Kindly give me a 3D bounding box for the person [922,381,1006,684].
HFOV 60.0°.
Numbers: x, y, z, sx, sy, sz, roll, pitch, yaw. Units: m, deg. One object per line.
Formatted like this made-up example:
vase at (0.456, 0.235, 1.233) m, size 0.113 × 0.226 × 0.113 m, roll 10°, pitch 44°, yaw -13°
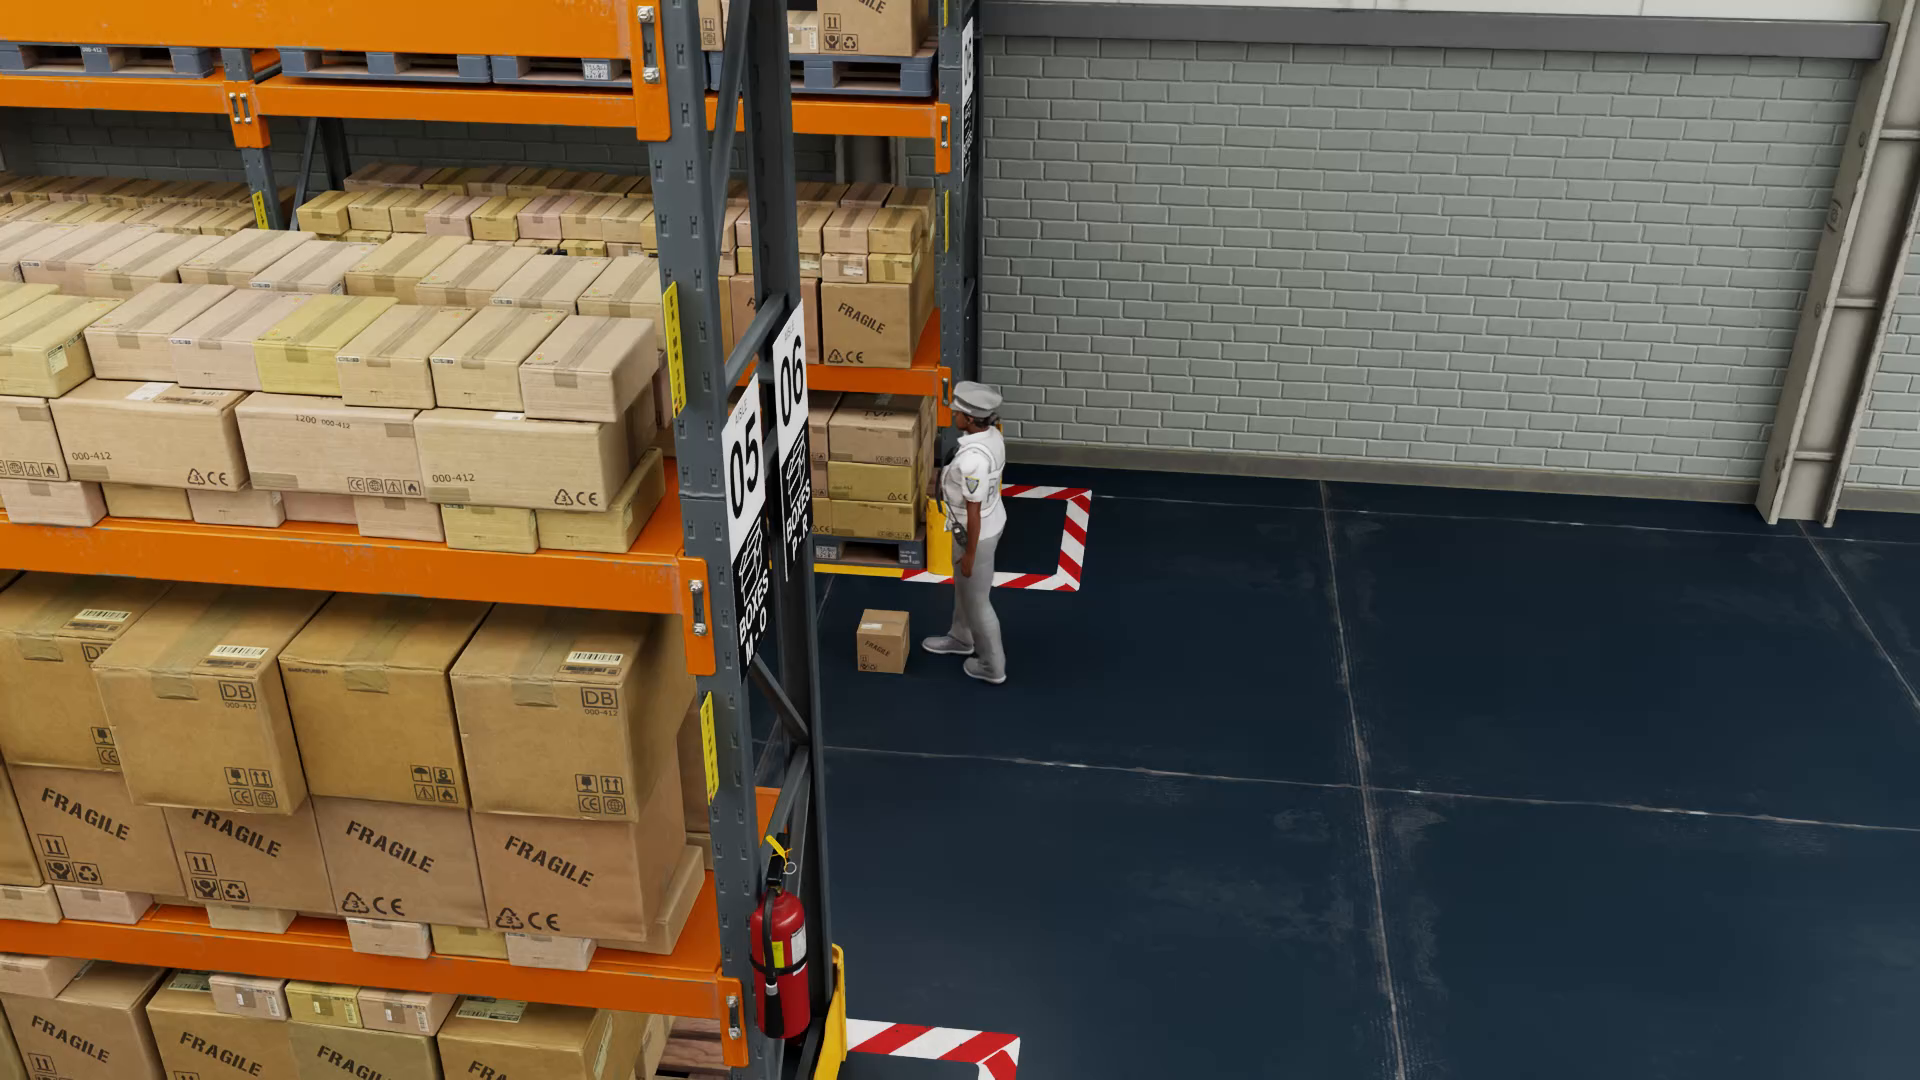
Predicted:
person at (0.023, -0.047, 8.793) m, size 0.538 × 1.688 × 0.455 m, roll 8°, pitch 29°, yaw 14°
